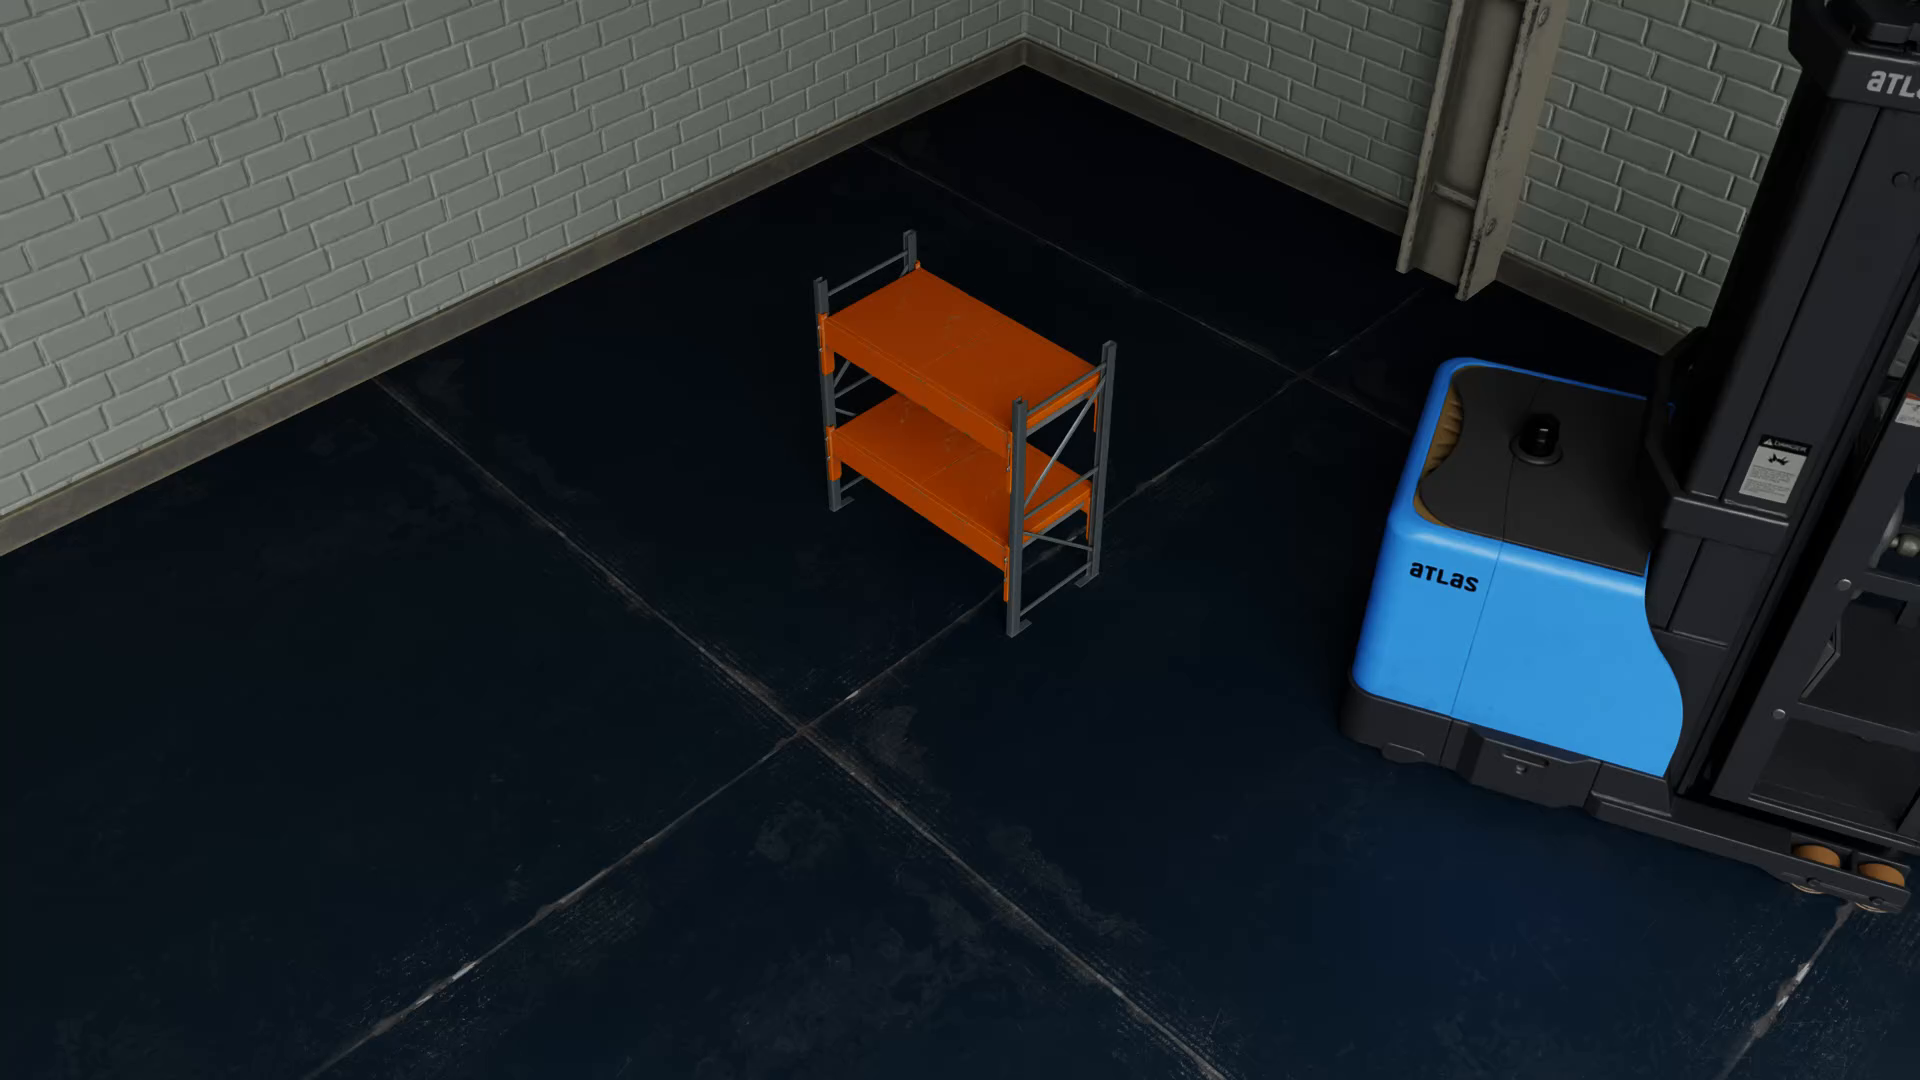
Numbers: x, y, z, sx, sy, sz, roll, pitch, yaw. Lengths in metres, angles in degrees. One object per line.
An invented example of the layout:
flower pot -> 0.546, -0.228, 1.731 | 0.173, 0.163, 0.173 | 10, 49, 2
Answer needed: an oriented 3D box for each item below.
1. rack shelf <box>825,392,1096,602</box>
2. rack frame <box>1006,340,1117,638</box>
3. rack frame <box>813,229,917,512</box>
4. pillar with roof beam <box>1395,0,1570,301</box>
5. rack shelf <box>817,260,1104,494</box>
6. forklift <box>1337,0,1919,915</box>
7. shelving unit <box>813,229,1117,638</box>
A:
rack shelf -> 0.005, -0.230, 6.531 | 0.538, 0.278, 1.000 | -34, 53, -31
rack frame -> 0.364, -0.166, 6.100 | 0.500, 1.125, 0.032 | -34, 53, -31
rack frame -> -0.354, -0.654, 6.629 | 0.500, 1.125, 0.032 | -34, 53, -31
pillar with roof beam -> -0.658, -2.555, 2.884 | 9.100, 9.000, 0.400 | -34, 53, -31
rack shelf -> 0.005, -0.625, 6.166 | 0.538, 0.278, 1.000 | -34, 53, -31
forklift -> 2.916, -0.273, 4.886 | 3.031, 2.935, 1.130 | 16, 45, 16
shelving unit -> 0.005, -0.410, 6.365 | 0.538, 1.125, 1.048 | -34, 53, -31
